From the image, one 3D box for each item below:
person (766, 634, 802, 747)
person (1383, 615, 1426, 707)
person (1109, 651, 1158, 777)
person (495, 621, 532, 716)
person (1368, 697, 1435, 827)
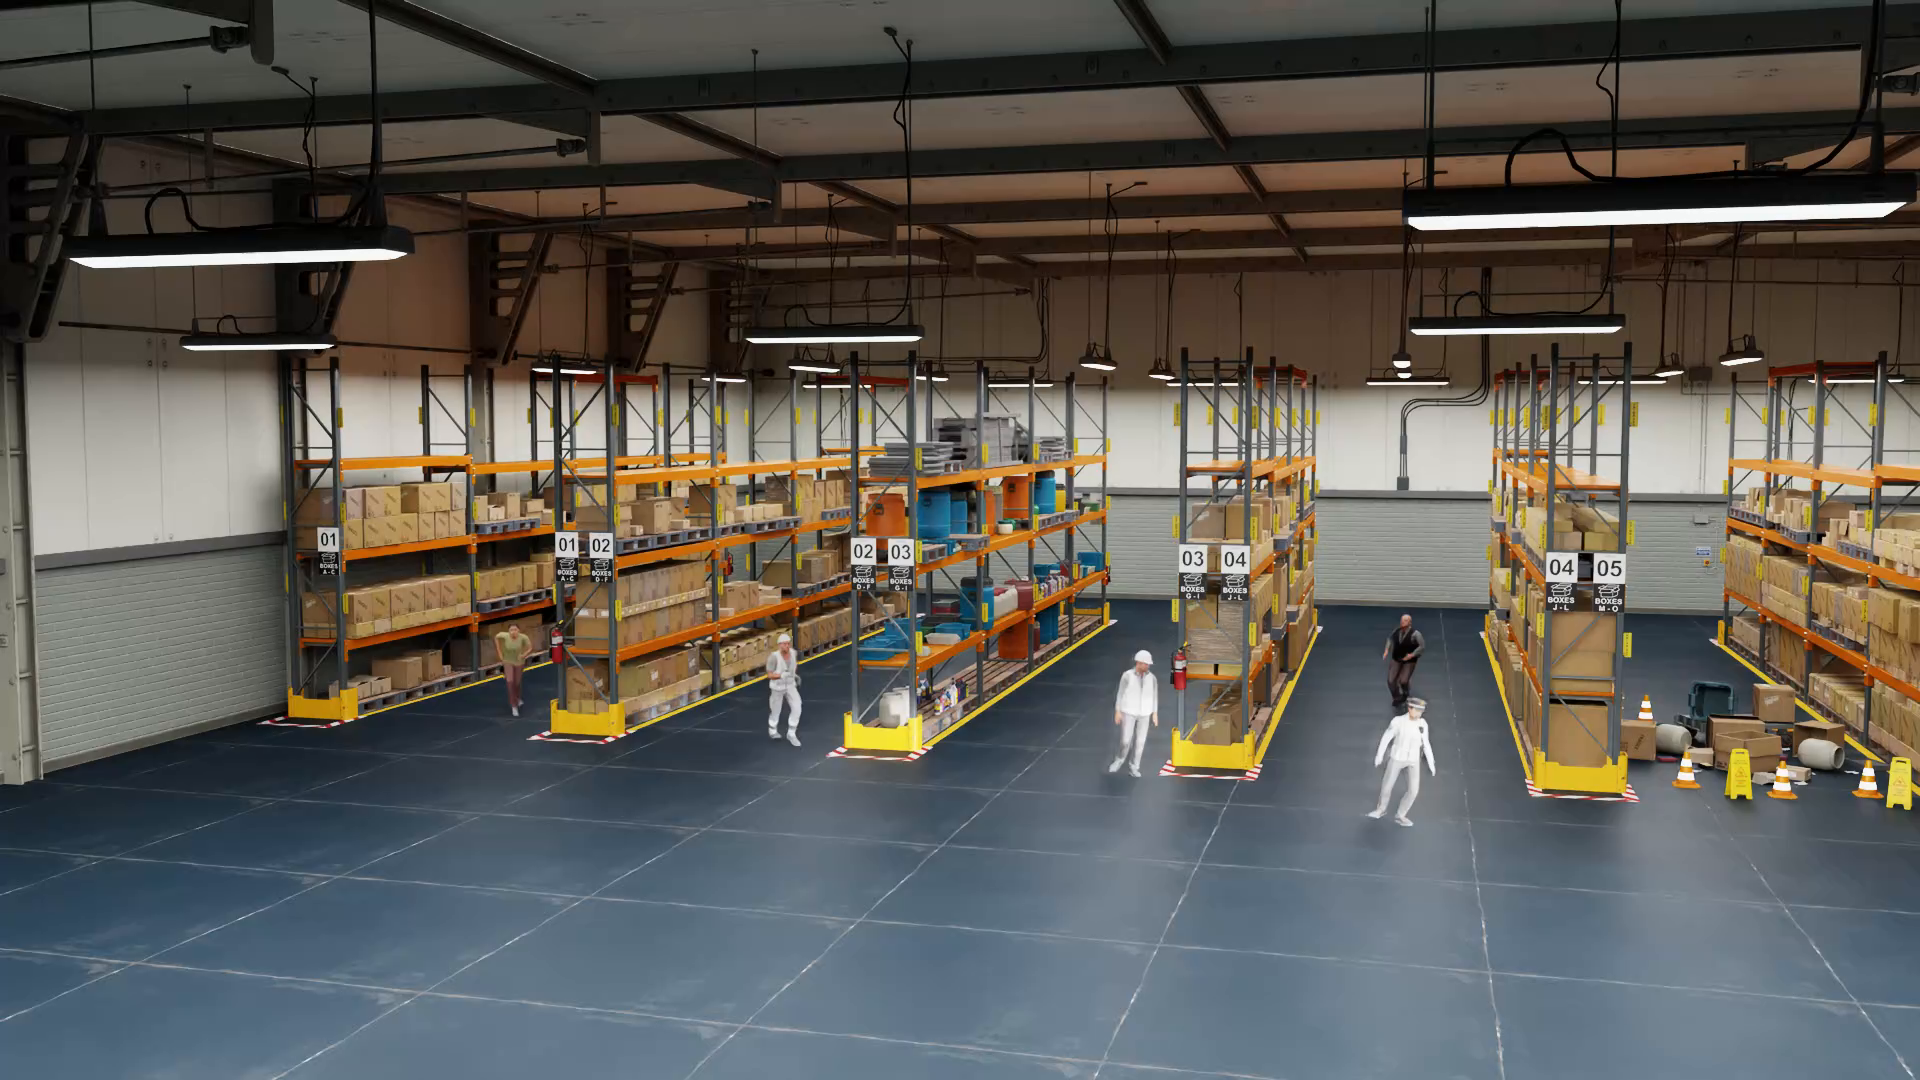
[{"bbox_3d":[-2.689,2.267,25.320,0.622,1.729,0.971,-2,5,-24],"label":"person"},{"bbox_3d":[7.687,2.097,28.763,0.719,1.629,0.523,3,5,32],"label":"person"},{"bbox_3d":[2.426,2.408,23.156,0.665,1.763,0.471,-1,4,-12],"label":"person"},{"bbox_3d":[-7.591,2.153,28.334,0.623,1.632,0.961,-1,4,-11],"label":"person"},{"bbox_3d":[5.431,2.703,20.451,0.716,1.600,0.602,0,4,-2],"label":"person"}]
